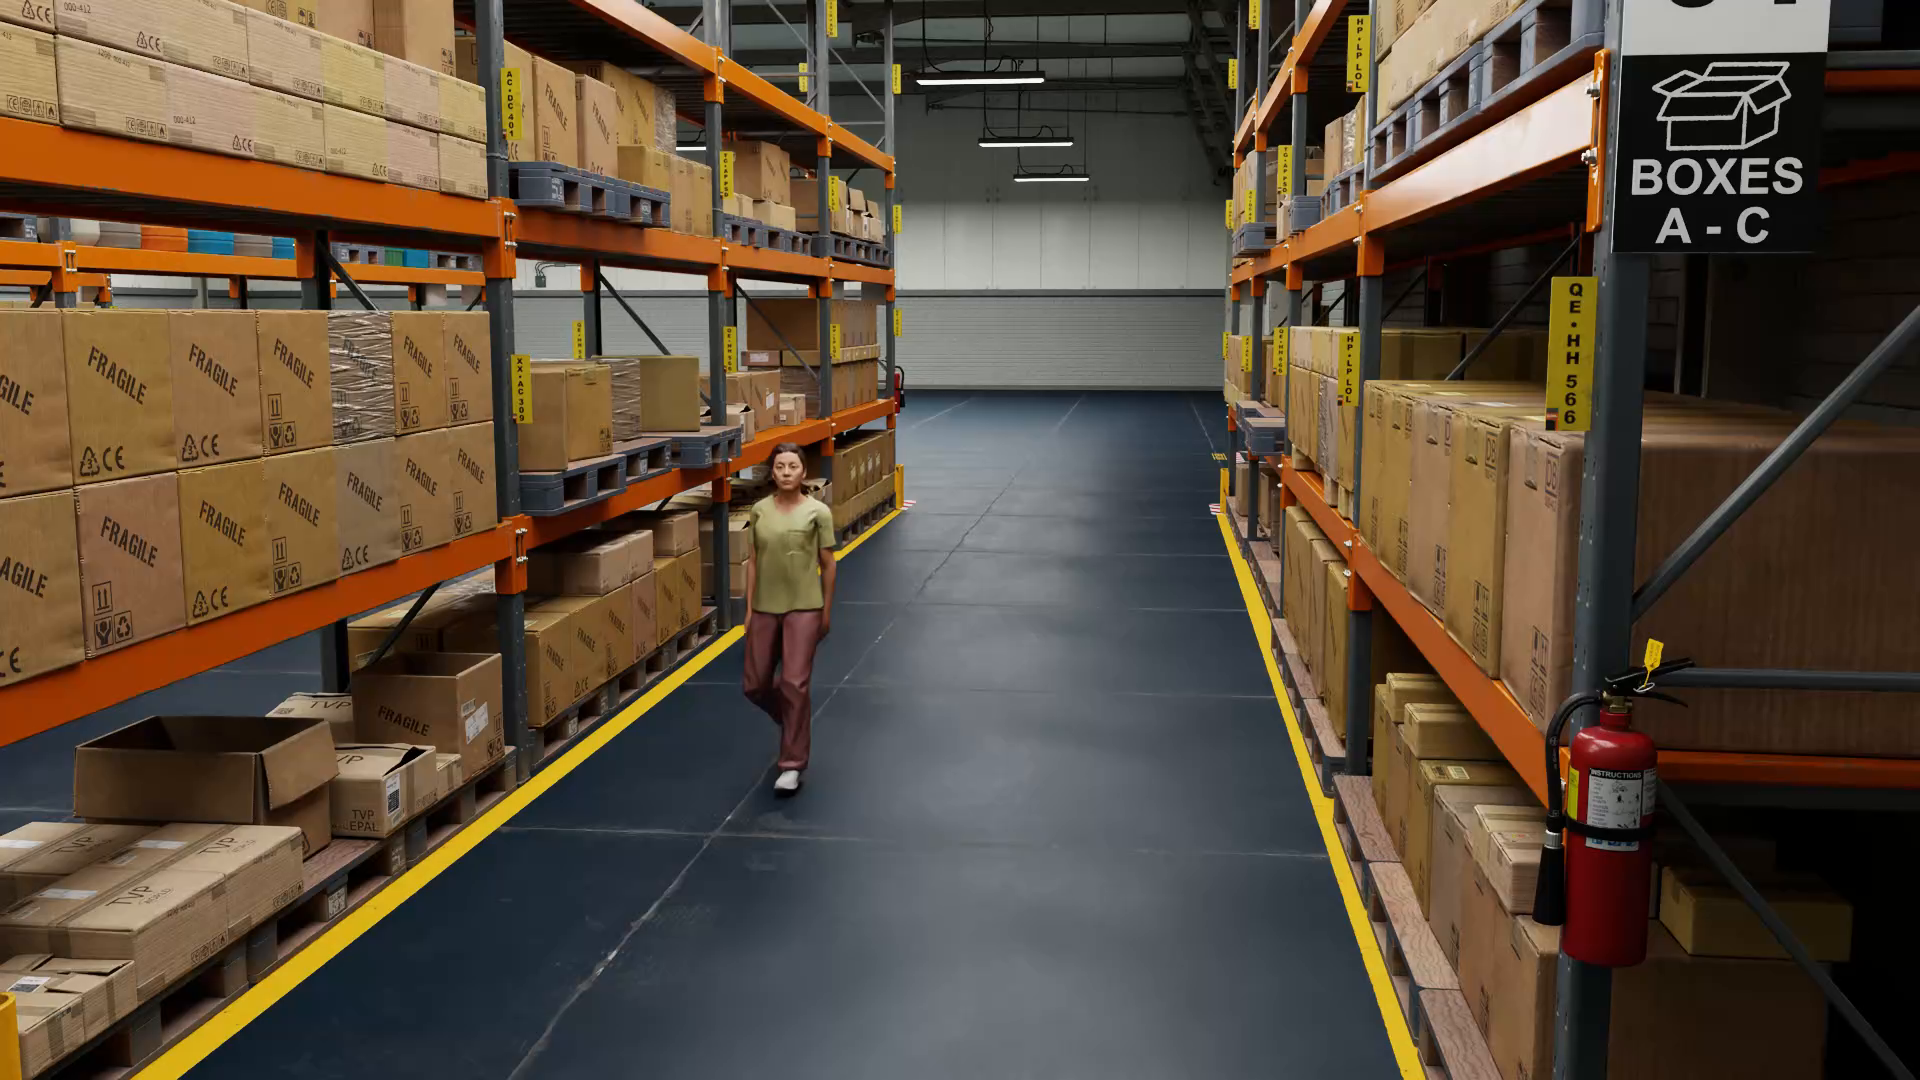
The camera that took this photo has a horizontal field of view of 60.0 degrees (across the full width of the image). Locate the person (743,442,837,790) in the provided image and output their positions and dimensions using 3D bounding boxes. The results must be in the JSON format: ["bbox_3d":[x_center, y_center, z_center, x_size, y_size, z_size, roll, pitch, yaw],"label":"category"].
[{"bbox_3d":[-0.833,0.349,8.136,0.439,1.644,0.685,2,8,13],"label":"person"}]
